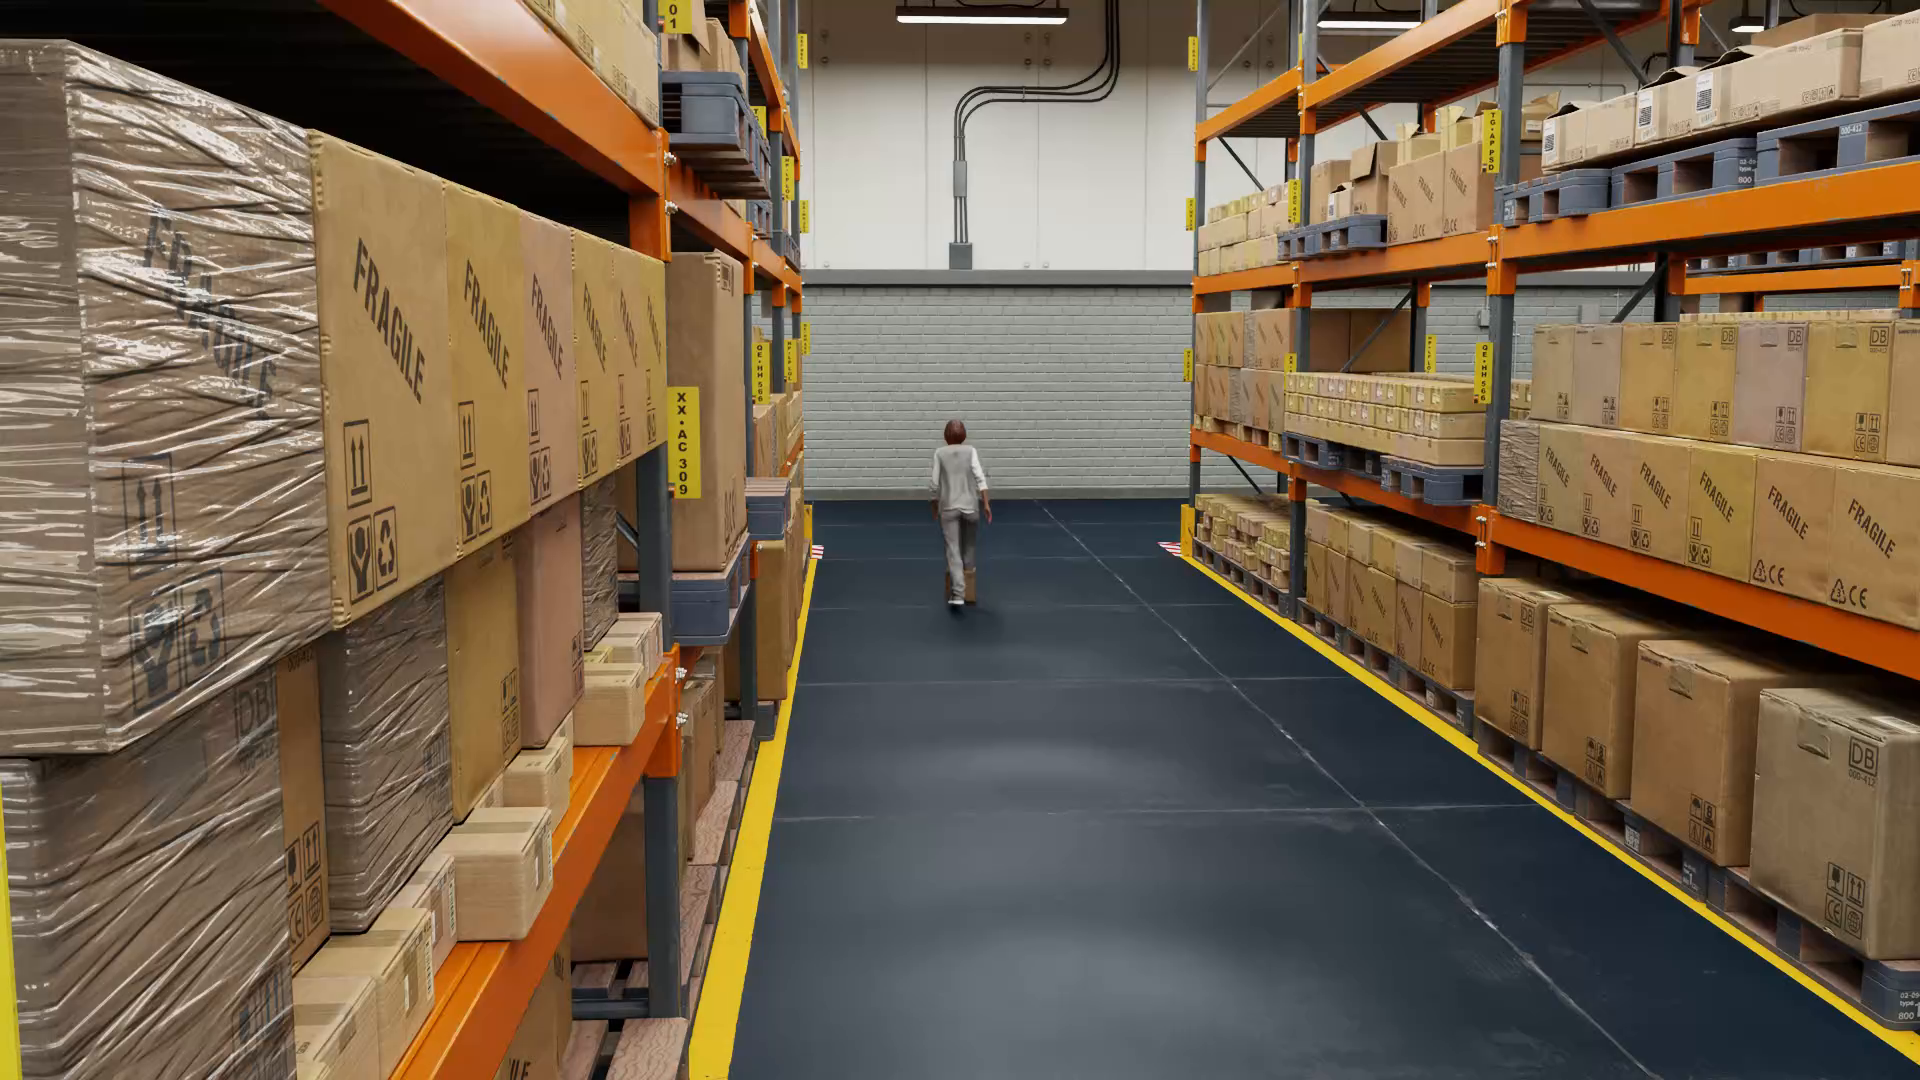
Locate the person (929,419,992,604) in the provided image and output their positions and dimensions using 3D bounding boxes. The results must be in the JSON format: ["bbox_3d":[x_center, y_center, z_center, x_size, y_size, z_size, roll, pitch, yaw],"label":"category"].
[{"bbox_3d":[-0.009,-0.242,13.936,0.496,1.507,0.962,-1,7,-10],"label":"person"}]
